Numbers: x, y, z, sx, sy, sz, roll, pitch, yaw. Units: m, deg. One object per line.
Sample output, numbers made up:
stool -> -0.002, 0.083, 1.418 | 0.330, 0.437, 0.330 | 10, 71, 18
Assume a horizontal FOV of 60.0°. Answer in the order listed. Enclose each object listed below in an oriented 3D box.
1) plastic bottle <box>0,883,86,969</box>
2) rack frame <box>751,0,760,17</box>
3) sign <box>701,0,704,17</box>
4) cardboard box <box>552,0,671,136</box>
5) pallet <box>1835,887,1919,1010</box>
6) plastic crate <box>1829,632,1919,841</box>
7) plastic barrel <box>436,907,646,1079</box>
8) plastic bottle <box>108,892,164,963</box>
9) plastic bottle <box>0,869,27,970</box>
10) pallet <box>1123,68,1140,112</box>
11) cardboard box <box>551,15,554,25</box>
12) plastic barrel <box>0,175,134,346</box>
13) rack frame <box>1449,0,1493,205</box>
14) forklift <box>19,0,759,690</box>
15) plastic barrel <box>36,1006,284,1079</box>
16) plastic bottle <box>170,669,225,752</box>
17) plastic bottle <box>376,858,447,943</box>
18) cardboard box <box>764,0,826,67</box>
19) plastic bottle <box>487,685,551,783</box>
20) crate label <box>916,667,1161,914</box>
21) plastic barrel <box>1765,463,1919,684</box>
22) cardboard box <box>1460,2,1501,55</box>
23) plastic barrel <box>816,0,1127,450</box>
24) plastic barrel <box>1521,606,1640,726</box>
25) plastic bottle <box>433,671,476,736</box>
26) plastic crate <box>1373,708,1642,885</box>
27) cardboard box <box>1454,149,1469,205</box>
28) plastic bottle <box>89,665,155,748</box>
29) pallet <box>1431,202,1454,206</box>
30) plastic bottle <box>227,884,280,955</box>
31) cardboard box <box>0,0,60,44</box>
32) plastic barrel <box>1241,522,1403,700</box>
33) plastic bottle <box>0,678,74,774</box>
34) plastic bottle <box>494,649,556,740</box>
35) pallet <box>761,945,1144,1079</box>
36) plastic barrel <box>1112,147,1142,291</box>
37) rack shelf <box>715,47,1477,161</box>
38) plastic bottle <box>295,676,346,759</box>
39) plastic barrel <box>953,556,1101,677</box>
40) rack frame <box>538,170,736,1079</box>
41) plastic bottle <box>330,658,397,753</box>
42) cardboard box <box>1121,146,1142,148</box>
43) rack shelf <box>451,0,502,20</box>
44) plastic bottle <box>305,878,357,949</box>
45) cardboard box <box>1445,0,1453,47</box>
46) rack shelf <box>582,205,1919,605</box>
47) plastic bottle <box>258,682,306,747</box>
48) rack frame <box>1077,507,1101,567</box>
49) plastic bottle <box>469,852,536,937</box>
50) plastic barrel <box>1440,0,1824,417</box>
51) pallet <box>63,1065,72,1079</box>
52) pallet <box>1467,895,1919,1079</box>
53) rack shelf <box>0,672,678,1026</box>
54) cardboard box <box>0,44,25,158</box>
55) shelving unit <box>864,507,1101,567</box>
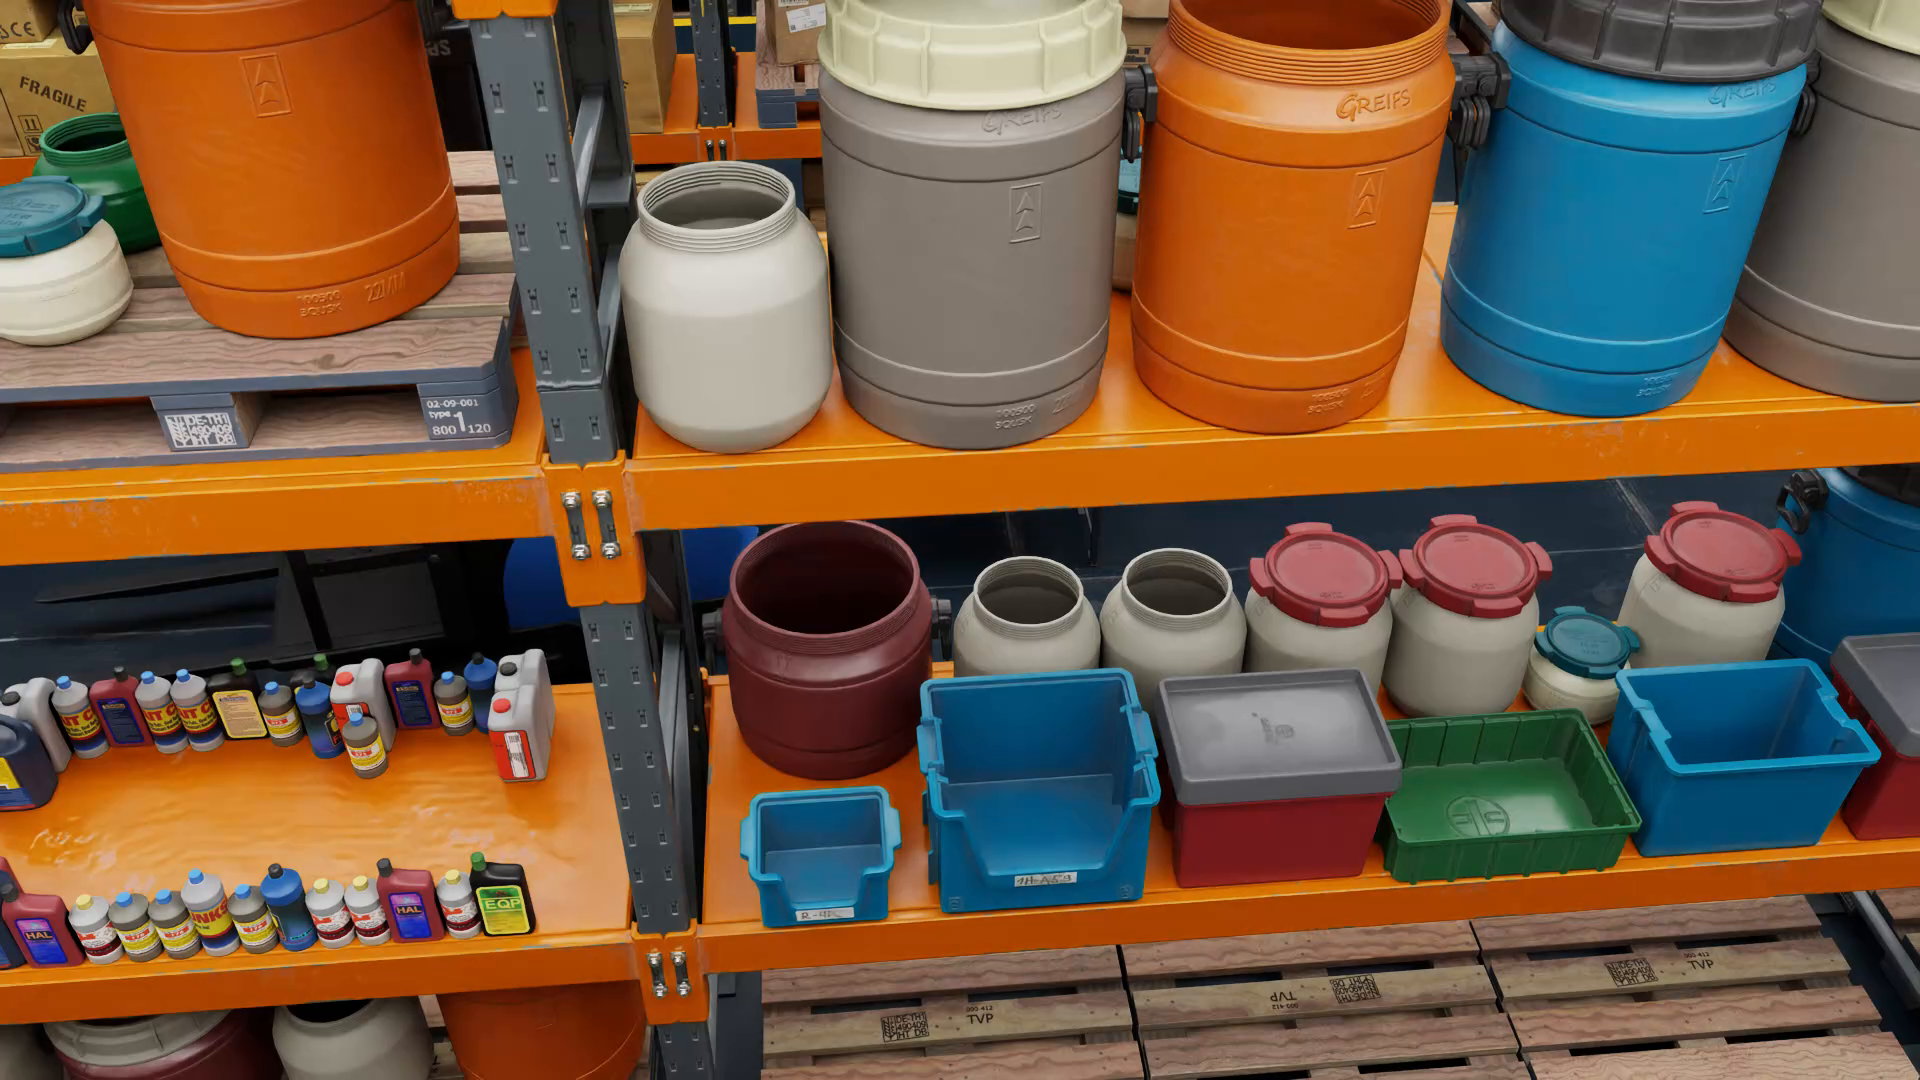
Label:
plastic bottle -> -2.318, 0.968, 4.195 | 0.133, 0.283, 0.061 | -3, 38, -4
rack frame -> -1.592, -5.547, 12.359 | 0.127, 3.000, 1.000 | -3, 38, -4
sign -> -1.201, -2.594, 7.681 | 0.005, 0.325, 0.100 | -3, 38, -4
cardboard box -> -1.723, -2.341, 8.214 | 0.500, 0.500, 0.500 | -2, 38, -3
pallet -> 3.842, 1.439, 5.756 | 1.213, 0.211, 1.003 | -3, 38, -4
plastic crate -> 2.714, 0.545, 4.586 | 0.583, 0.464, 0.402 | -3, 38, -4
plastic barrel -> -1.300, 1.299, 5.095 | 0.708, 0.830, 0.600 | -3, 38, -4
plastic bottle -> -2.108, 0.978, 4.250 | 0.097, 0.201, 0.097 | 0, 38, 0
plastic bottle -> -2.480, 0.925, 4.196 | 0.185, 0.351, 0.144 | -3, 38, -4
pallet -> 0.715, -2.540, 8.702 | 1.213, 0.211, 1.003 | -3, 38, -4
cardboard box -> -1.983, -2.884, 8.093 | 0.637, 0.503, 0.797 | -2, 38, -2
plastic barrel -> -1.870, -0.564, 3.395 | 0.301, 0.262, 0.301 | 0, 38, 0
rack frame -> 2.731, -2.701, 8.751 | 0.127, 3.000, 1.000 | -3, 38, -4
forklift -> -2.395, -0.778, 6.370 | 3.031, 2.935, 1.130 | -9, 39, -11
plastic barrel -> -2.425, 1.456, 5.091 | 0.708, 0.588, 0.600 | -3, 38, -4
plastic bottle -> -2.216, 0.484, 4.819 | 0.097, 0.271, 0.097 | 0, 38, 0
plastic bottle -> -1.410, 0.918, 4.259 | 0.133, 0.283, 0.061 | -3, 38, -4
cardboard box -> -0.719, -2.740, 8.381 | 0.500, 0.500, 0.500 | -8, 39, -10
plastic bottle -> -1.261, 0.541, 4.742 | 0.135, 0.276, 0.152 | -3, 38, -4
crate label -> 0.199, 0.673, 4.447 | 0.616, 0.435, 0.502 | -3, 38, -4
plastic barrel -> 2.758, -0.007, 4.933 | 0.708, 0.901, 0.600 | -3, 38, -4
cardboard box -> 2.919, -2.795, 9.074 | 0.250, 0.149, 0.380 | -3, 38, -4
plastic barrel -> 0.023, -0.711, 3.403 | 0.600, 0.901, 0.600 | 0, 38, 0
plastic barrel -> 1.838, 0.387, 4.949 | 0.301, 0.262, 0.301 | 0, 38, 0
plastic bottle -> -1.489, 0.472, 4.891 | 0.097, 0.201, 0.097 | 0, 38, 0
plastic crate -> 1.460, 0.708, 4.602 | 0.662, 0.188, 0.450 | -3, 38, -4
cardboard box -> 3.133, -1.882, 9.392 | 0.500, 0.500, 0.500 | -4, 38, -5
plastic bottle -> -2.429, 0.480, 4.814 | 0.133, 0.283, 0.061 | -3, 38, -4
pallet -> 3.397, -1.665, 9.690 | 1.213, 0.211, 1.003 | -3, 38, -4
plastic bottle -> -1.817, 0.962, 4.270 | 0.097, 0.201, 0.097 | 0, 38, 0
cardboard box -> -4.602, -2.735, 7.904 | 0.637, 0.503, 0.797 | -4, 38, -5
plastic barrel -> 1.036, 0.283, 4.860 | 0.433, 0.535, 0.433 | 0, 38, 0
plastic bottle -> -2.656, 0.524, 4.765 | 0.135, 0.276, 0.152 | -3, 38, -4
plastic bottle -> -1.274, 0.448, 4.861 | 0.135, 0.276, 0.152 | -3, 38, -4
pallet -> -0.040, 1.651, 5.488 | 1.213, 0.211, 1.003 | -3, 38, -4
plastic barrel -> 0.431, -0.763, 3.985 | 0.301, 0.262, 0.301 | 0, 38, 0
rack shelf -> 0.739, -2.309, 8.835 | 4.000, 0.370, 1.077 | -3, 38, -4
plastic bottle -> -1.848, 0.502, 4.796 | 0.097, 0.271, 0.097 | 0, 38, 0
plastic barrel -> 0.191, 0.342, 4.804 | 0.421, 0.512, 0.421 | 0, 38, 0
rack frame -> -0.815, 0.575, 4.600 | 0.127, 3.000, 1.000 | -3, 38, -4
plastic bottle -> -1.735, 0.473, 4.829 | 0.135, 0.276, 0.152 | -3, 38, -4
cardboard box -> 1.083, -1.826, 9.306 | 0.500, 0.500, 0.700 | -6, 39, -8
rack shelf -> -2.807, -1.231, 2.950 | 4.000, 0.370, 1.077 | -3, 38, -4
plastic bottle -> -1.623, 0.951, 4.283 | 0.097, 0.201, 0.097 | 0, 38, 0
cardboard box -> 1.927, -3.144, 8.490 | 1.000, 1.000, 1.000 | -3, 38, -4
rack shelf -> 1.178, -0.430, 4.033 | 4.000, 0.370, 1.077 | -3, 38, -4
plastic bottle -> -1.986, 0.499, 4.856 | 0.097, 0.201, 0.097 | 0, 38, 0
rack frame -> 0.591, -0.621, 7.327 | 0.032, 1.500, 0.500 | -3, 38, -4
plastic bottle -> -1.180, 0.906, 4.275 | 0.133, 0.283, 0.061 | -3, 38, -4
plastic barrel -> 1.379, -0.786, 3.498 | 0.708, 0.901, 0.600 | -3, 38, -4
pallet -> -2.809, 1.803, 5.294 | 1.213, 0.211, 1.003 | -3, 38, -4
pallet -> 2.391, 1.517, 5.657 | 1.213, 0.211, 1.003 | -3, 38, -4
rack shelf -> -2.807, 0.967, 4.684 | 4.000, 0.370, 1.077 | -3, 38, -4
cardboard box -> -4.757, -2.172, 8.001 | 0.500, 0.500, 0.500 | -3, 38, -4
shelving unit -> 0.085, -0.593, 7.291 | 1.048, 1.500, 0.538 | -3, 38, -4
